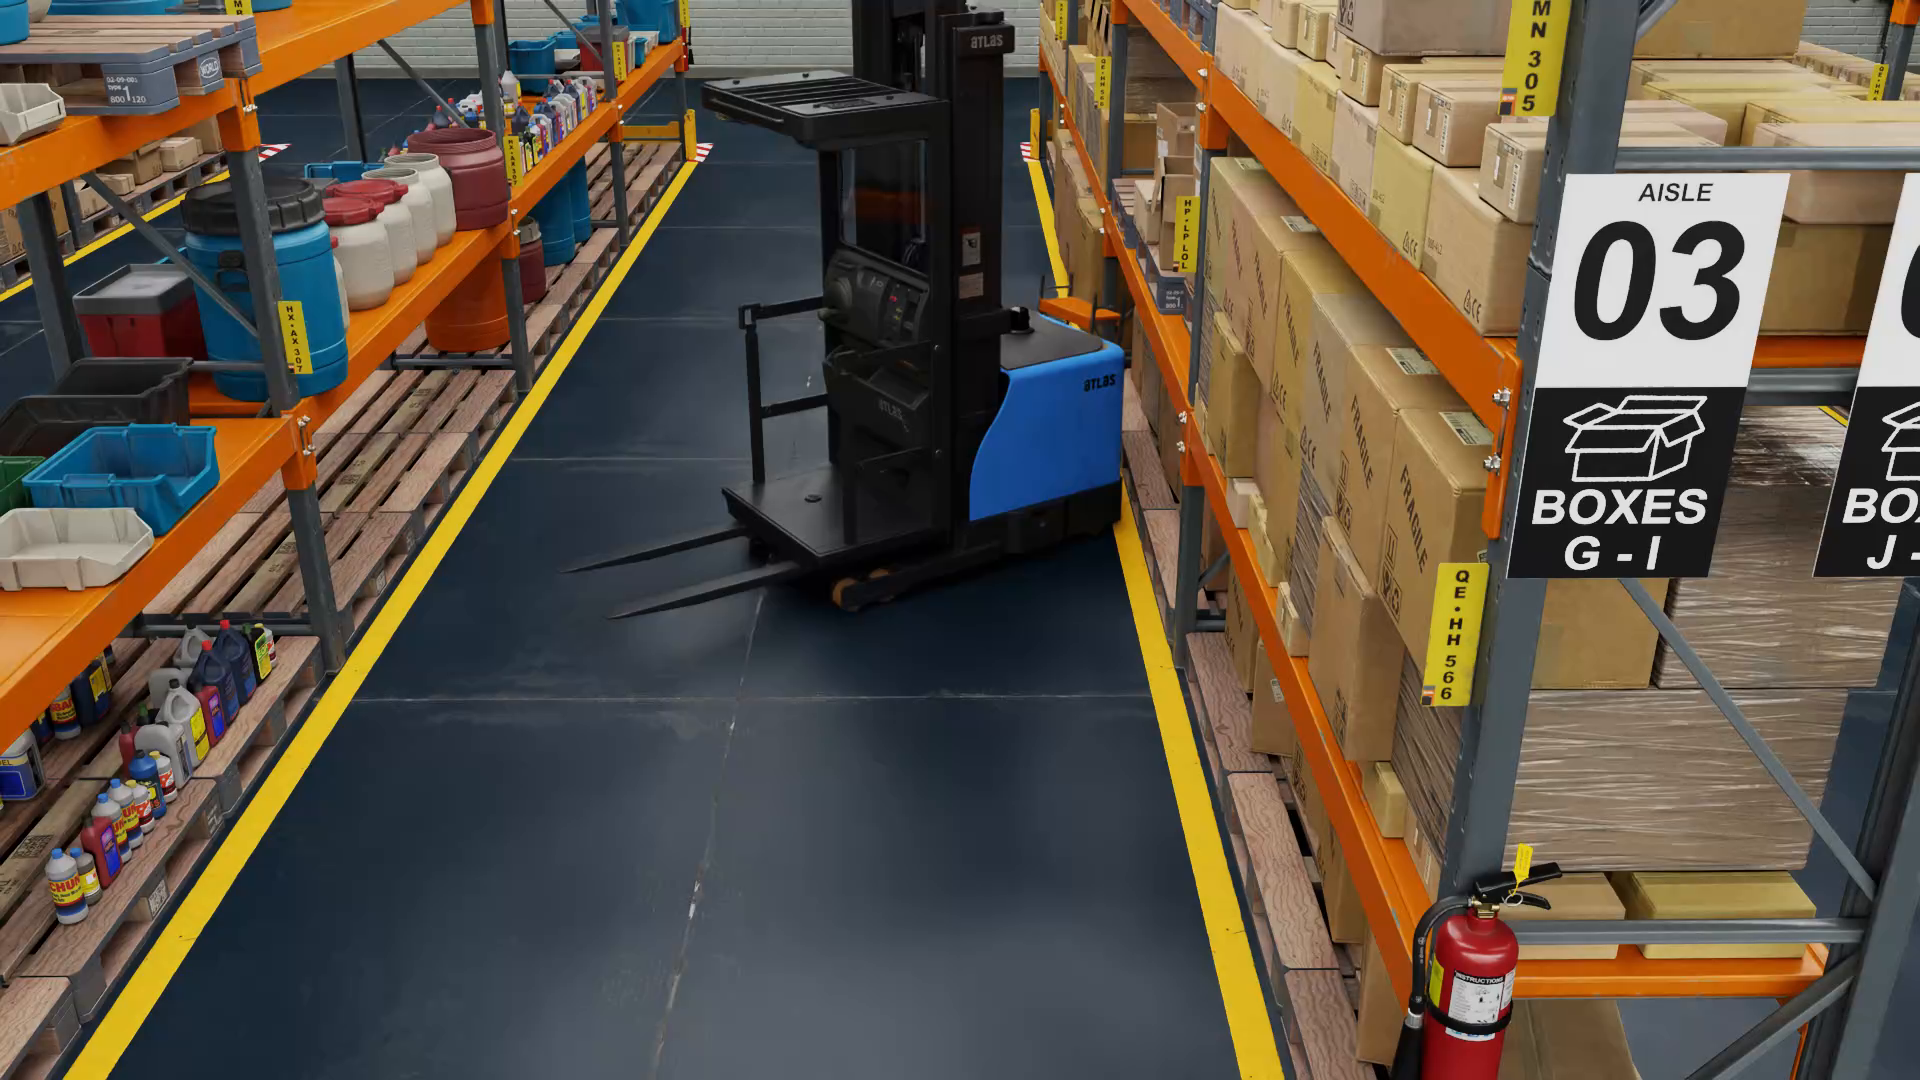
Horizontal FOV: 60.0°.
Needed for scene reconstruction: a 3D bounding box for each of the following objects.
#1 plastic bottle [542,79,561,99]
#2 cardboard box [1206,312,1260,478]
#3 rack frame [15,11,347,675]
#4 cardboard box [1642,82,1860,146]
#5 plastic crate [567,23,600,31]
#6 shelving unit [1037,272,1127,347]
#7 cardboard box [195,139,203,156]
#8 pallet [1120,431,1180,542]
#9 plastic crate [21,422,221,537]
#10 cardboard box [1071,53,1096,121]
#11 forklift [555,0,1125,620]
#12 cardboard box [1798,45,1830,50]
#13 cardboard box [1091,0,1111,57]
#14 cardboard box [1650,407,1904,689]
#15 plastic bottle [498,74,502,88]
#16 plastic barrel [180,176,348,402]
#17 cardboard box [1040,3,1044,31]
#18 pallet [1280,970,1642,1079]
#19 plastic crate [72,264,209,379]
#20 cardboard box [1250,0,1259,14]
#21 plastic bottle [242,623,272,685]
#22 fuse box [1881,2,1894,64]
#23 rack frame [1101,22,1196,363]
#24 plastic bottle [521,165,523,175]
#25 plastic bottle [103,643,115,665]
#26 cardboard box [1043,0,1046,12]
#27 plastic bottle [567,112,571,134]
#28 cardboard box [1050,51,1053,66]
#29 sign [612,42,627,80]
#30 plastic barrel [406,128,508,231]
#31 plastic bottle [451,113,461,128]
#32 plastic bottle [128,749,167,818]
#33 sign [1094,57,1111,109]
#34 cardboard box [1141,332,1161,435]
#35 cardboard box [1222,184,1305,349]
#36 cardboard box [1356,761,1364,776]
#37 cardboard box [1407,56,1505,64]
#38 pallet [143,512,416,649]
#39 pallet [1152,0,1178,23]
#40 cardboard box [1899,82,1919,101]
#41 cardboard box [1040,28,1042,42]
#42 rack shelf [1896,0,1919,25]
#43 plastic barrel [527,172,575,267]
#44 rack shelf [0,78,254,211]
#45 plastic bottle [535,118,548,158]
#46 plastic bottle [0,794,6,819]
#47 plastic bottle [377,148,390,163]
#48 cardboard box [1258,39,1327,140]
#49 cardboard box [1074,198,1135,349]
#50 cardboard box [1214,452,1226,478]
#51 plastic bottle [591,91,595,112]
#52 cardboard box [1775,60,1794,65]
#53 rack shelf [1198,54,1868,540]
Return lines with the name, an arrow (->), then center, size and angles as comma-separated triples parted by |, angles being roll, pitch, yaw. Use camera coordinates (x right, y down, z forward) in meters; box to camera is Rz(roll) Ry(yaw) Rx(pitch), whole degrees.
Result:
plastic bottle -> -3.326, -3.573, 13.570 | 0.144, 0.351, 0.185 | 0, 24, -1
cardboard box -> 1.432, -0.565, 6.376 | 0.875, 0.500, 0.500 | 0, 24, -1
rack frame -> -3.434, -0.753, 7.275 | 1.000, 3.000, 0.127 | 0, 24, -1
cardboard box -> 1.758, -0.932, 3.730 | 0.380, 0.149, 0.250 | -1, 24, -2
plastic crate -> -3.884, -5.274, 17.402 | 0.416, 0.233, 0.300 | 0, 24, -1
shelving unit -> 0.669, -0.927, 9.819 | 0.258, 1.200, 0.503 | -11, 26, -34
cardboard box -> -8.351, -4.196, 17.793 | 0.380, 0.166, 0.250 | 0, 24, -1
pallet -> 1.492, -0.330, 9.723 | 1.003, 0.211, 1.213 | 0, 24, -1
plastic crate -> -3.150, -0.231, 6.300 | 0.499, 0.251, 0.616 | 0, 24, -1
cardboard box -> 1.193, -3.720, 13.713 | 0.500, 0.500, 0.500 | 0, 24, 0
forklift -> -0.603, -1.220, 8.392 | 3.031, 2.935, 1.130 | -15, 29, -30
cardboard box -> 6.599, -3.809, 13.106 | 0.380, 0.149, 0.250 | -1, 24, -2
cardboard box -> 1.443, -4.028, 13.178 | 0.797, 0.503, 0.637 | 0, 24, 0
cardboard box -> 1.829, 0.008, 3.896 | 0.500, 0.500, 0.500 | 0, 24, -1
plastic bottle -> -3.944, -3.843, 14.250 | 0.061, 0.283, 0.133 | 0, 24, -1
plastic barrel -> -3.135, -1.142, 7.527 | 0.600, 0.901, 0.708 | 0, 24, -1
cardboard box -> 1.123, -5.588, 17.787 | 0.500, 0.250, 0.500 | -1, 24, -2
pallet -> 1.588, 1.777, 5.064 | 1.003, 0.211, 1.213 | 0, 24, -1
plastic crate -> -3.745, -0.980, 7.700 | 0.402, 0.464, 0.583 | 0, 24, -1
cardboard box -> 1.285, -2.011, 6.114 | 0.380, 0.149, 0.250 | -1, 24, -3
plastic bottle -> -3.099, 0.481, 7.309 | 0.061, 0.283, 0.133 | 1, 24, 2
fuse box -> 13.314, -7.450, 23.647 | 0.539, 1.711, 0.414 | 0, 24, -1
rack frame -> 1.475, -2.424, 10.969 | 1.000, 3.000, 0.127 | 0, 24, -1
plastic bottle -> -3.117, -2.664, 11.641 | 0.061, 0.283, 0.133 | 0, 24, -1
plastic bottle -> -3.869, 0.423, 7.452 | 0.097, 0.271, 0.097 | 0, 24, 0
cardboard box -> 1.128, -5.724, 17.177 | 0.500, 0.500, 0.500 | -1, 24, -2
plastic bottle -> -3.154, -3.337, 13.229 | 0.097, 0.201, 0.097 | 0, 24, 0
cardboard box -> 1.084, -4.716, 16.342 | 0.380, 0.149, 0.250 | 0, 24, 0
sign -> -2.971, -4.177, 14.511 | 0.100, 0.325, 0.005 | 0, 24, -1
plastic barrel -> -3.170, -2.273, 10.472 | 0.600, 0.536, 0.708 | 0, 24, -1
plastic bottle -> -3.779, -3.061, 12.519 | 0.061, 0.283, 0.133 | 0, 24, -1
plastic bottle -> -3.106, 0.923, 6.345 | 0.097, 0.271, 0.097 | 0, 24, 0
sign -> 0.920, -2.947, 10.722 | 0.100, 0.325, 0.005 | 0, 24, -1
cardboard box -> 1.521, -0.981, 10.278 | 0.700, 0.500, 0.500 | -2, 24, -5
cardboard box -> 1.276, -1.019, 6.168 | 0.500, 0.500, 0.500 | 0, 24, -1
cardboard box -> 1.309, 0.562, 4.672 | 0.380, 0.149, 0.250 | 0, 24, -1
cardboard box -> 1.344, -1.146, 4.202 | 0.380, 0.149, 0.250 | 0, 24, 0
pallet -> -3.481, 0.194, 8.565 | 1.003, 0.211, 1.213 | 0, 24, -1
pallet -> 1.604, -2.739, 8.253 | 1.213, 0.211, 1.003 | 0, 24, -1
cardboard box -> 6.619, -3.054, 11.436 | 0.380, 0.149, 0.250 | -1, 24, -2
cardboard box -> 1.062, -5.458, 17.982 | 0.380, 0.149, 0.250 | 0, 24, 0
rack shelf -> 6.458, -2.619, 8.634 | 1.077, 0.370, 4.000 | 0, 24, -1
plastic barrel -> -3.525, -2.769, 13.769 | 0.600, 0.901, 0.708 | 0, 24, -1
rack shelf -> -3.412, -0.968, 4.983 | 1.077, 0.370, 4.000 | 0, 24, -1
plastic bottle -> -3.126, -3.004, 12.394 | 0.061, 0.283, 0.133 | 0, 24, -1
plastic bottle -> -3.711, 0.967, 6.334 | 0.097, 0.201, 0.097 | 0, 24, 0
plastic bottle -> -3.909, -2.513, 11.308 | 0.061, 0.283, 0.133 | 0, 24, -1
cardboard box -> 1.273, -1.464, 5.390 | 0.500, 0.250, 0.500 | -1, 24, -3
cardboard box -> 1.488, -1.931, 11.949 | 1.225, 0.875, 0.875 | -1, 24, -3
cardboard box -> 1.240, -0.365, 6.722 | 0.380, 0.149, 0.250 | 0, 24, -1
plastic bottle -> -3.165, -3.750, 14.143 | 0.097, 0.201, 0.097 | 0, 24, 0
cardboard box -> 5.960, -3.485, 12.389 | 0.380, 0.149, 0.250 | 1, 24, 2
rack shelf -> 1.540, -0.990, 5.032 | 1.077, 0.370, 4.000 | 0, 24, -1
